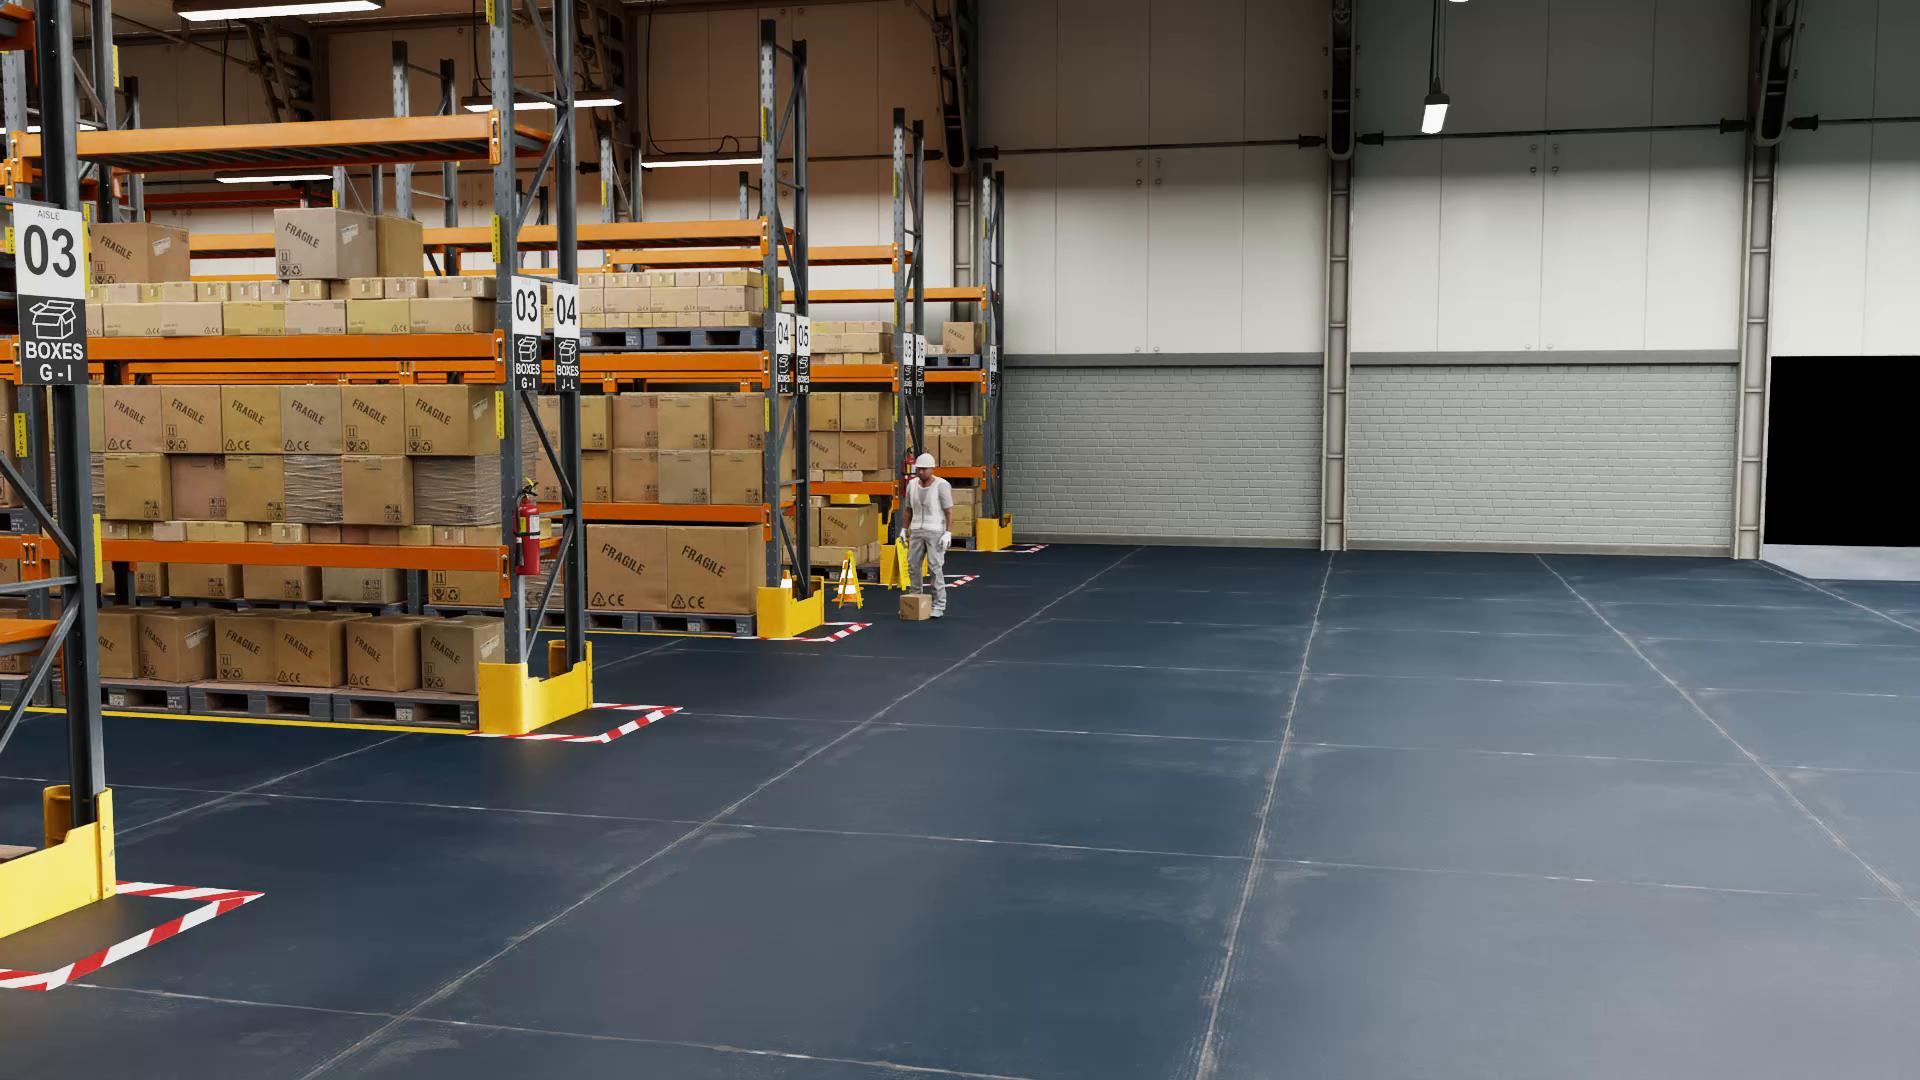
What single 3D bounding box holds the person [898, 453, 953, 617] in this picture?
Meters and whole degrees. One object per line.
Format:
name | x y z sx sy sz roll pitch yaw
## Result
person | -0.369 -0.054 18.058 0.620 1.773 0.448 3 5 29
